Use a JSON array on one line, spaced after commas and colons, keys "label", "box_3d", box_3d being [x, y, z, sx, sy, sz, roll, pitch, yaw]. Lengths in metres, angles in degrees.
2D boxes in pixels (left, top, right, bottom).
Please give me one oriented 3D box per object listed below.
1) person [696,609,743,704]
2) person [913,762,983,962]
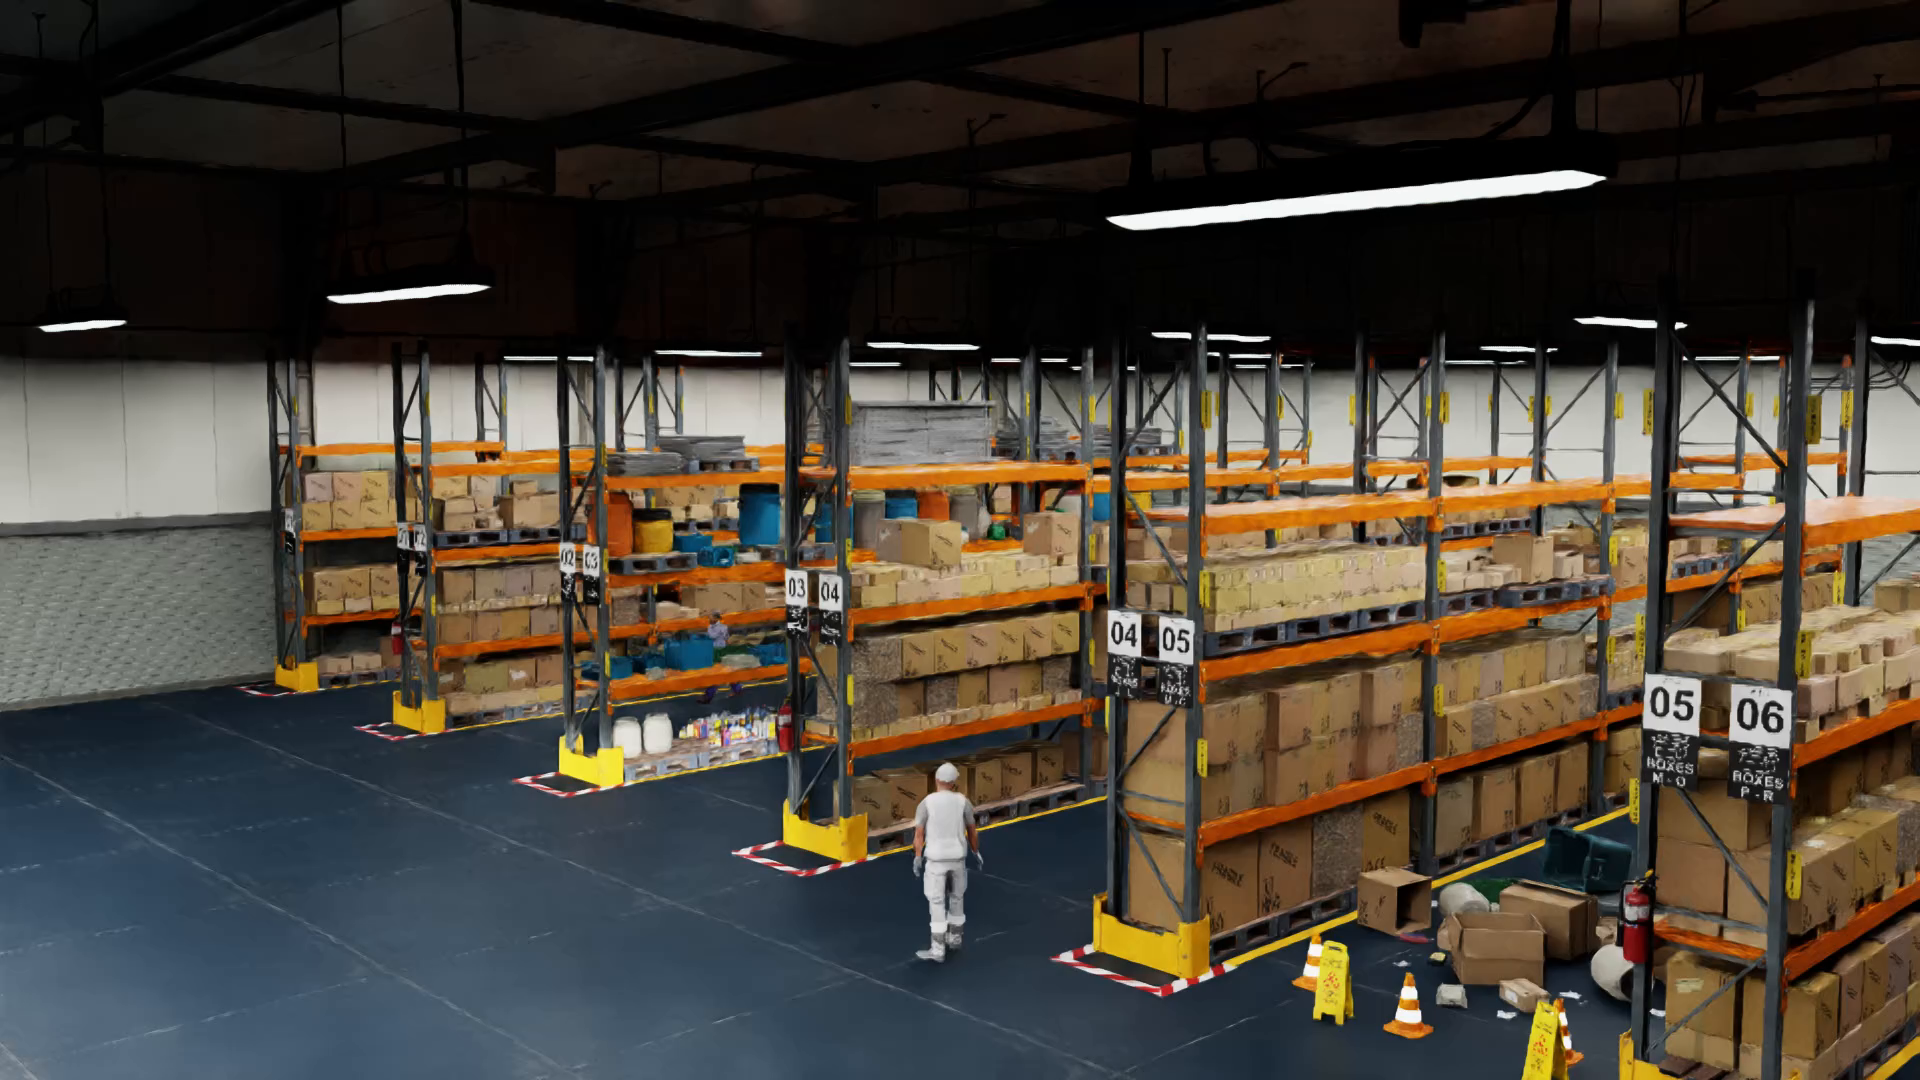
[{"label": "person", "box_3d": [-4.098, 1.937, 28.124, 1.090, 1.567, 0.479, -4, 7, -41]}, {"label": "person", "box_3d": [-0.117, 2.930, 15.374, 0.666, 1.784, 0.588, -2, 5, -19]}]
